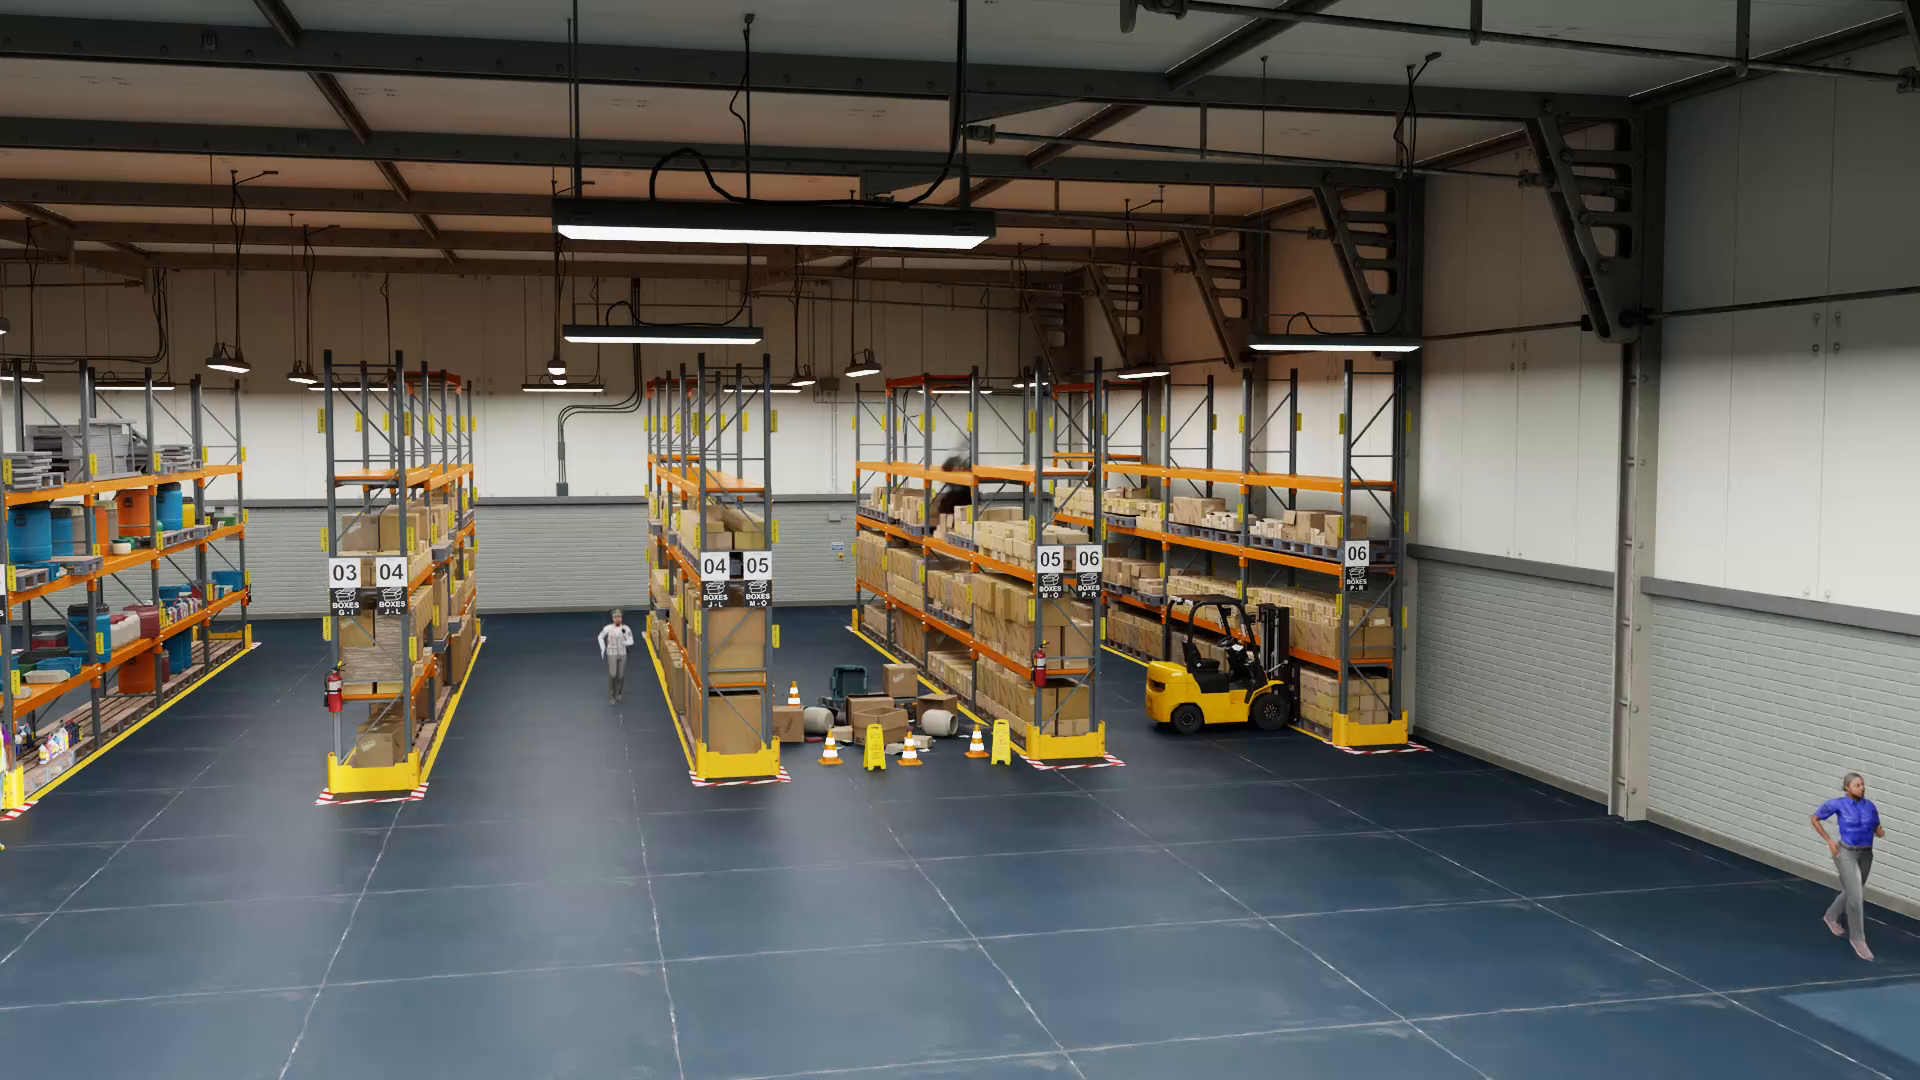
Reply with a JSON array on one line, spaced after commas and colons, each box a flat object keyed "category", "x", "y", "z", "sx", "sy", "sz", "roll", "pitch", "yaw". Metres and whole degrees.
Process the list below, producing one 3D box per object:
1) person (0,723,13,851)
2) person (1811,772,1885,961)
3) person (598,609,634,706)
[{"category": "person", "x": -11.592, "y": 2.771, "z": 19.721, "sx": 0.820, "sy": 1.748, "sz": 0.717, "roll": 2, "pitch": 4, "yaw": 28}, {"category": "person", "x": 8.500, "y": 3.069, "z": 15.854, "sx": 0.567, "sy": 1.684, "sz": 0.781, "roll": -1, "pitch": 4, "yaw": -11}, {"category": "person", "x": -6.125, "y": 2.095, "z": 29.704, "sx": 0.577, "sy": 1.730, "sz": 0.696, "roll": -1, "pitch": 4, "yaw": -21}]
